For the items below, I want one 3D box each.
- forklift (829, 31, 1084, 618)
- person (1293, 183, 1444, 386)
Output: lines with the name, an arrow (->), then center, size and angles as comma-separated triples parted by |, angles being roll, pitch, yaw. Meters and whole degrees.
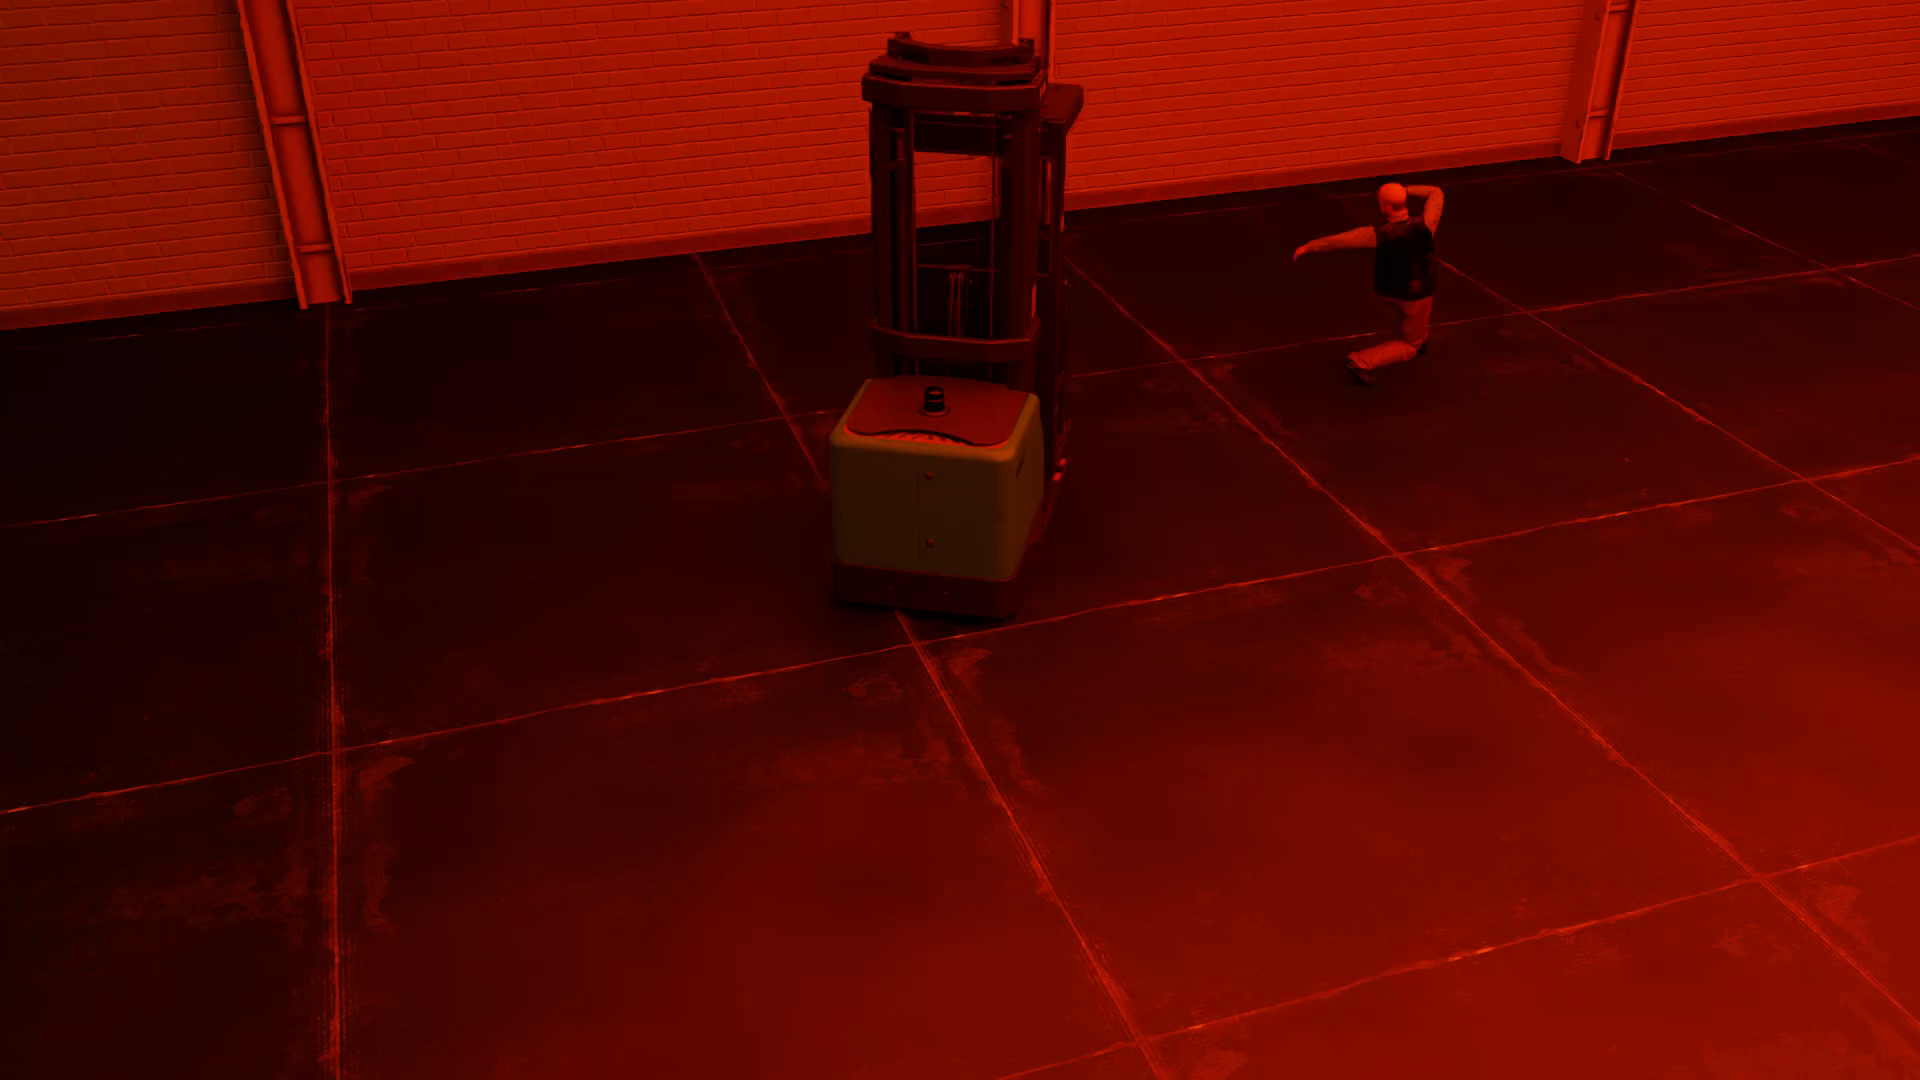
forklift -> 0.092, -1.561, 9.799 | 1.130, 2.935, 3.031 | 6, 30, 10
person -> 3.002, -1.947, 11.982 | 0.955, 1.428, 0.957 | 26, 39, 37
